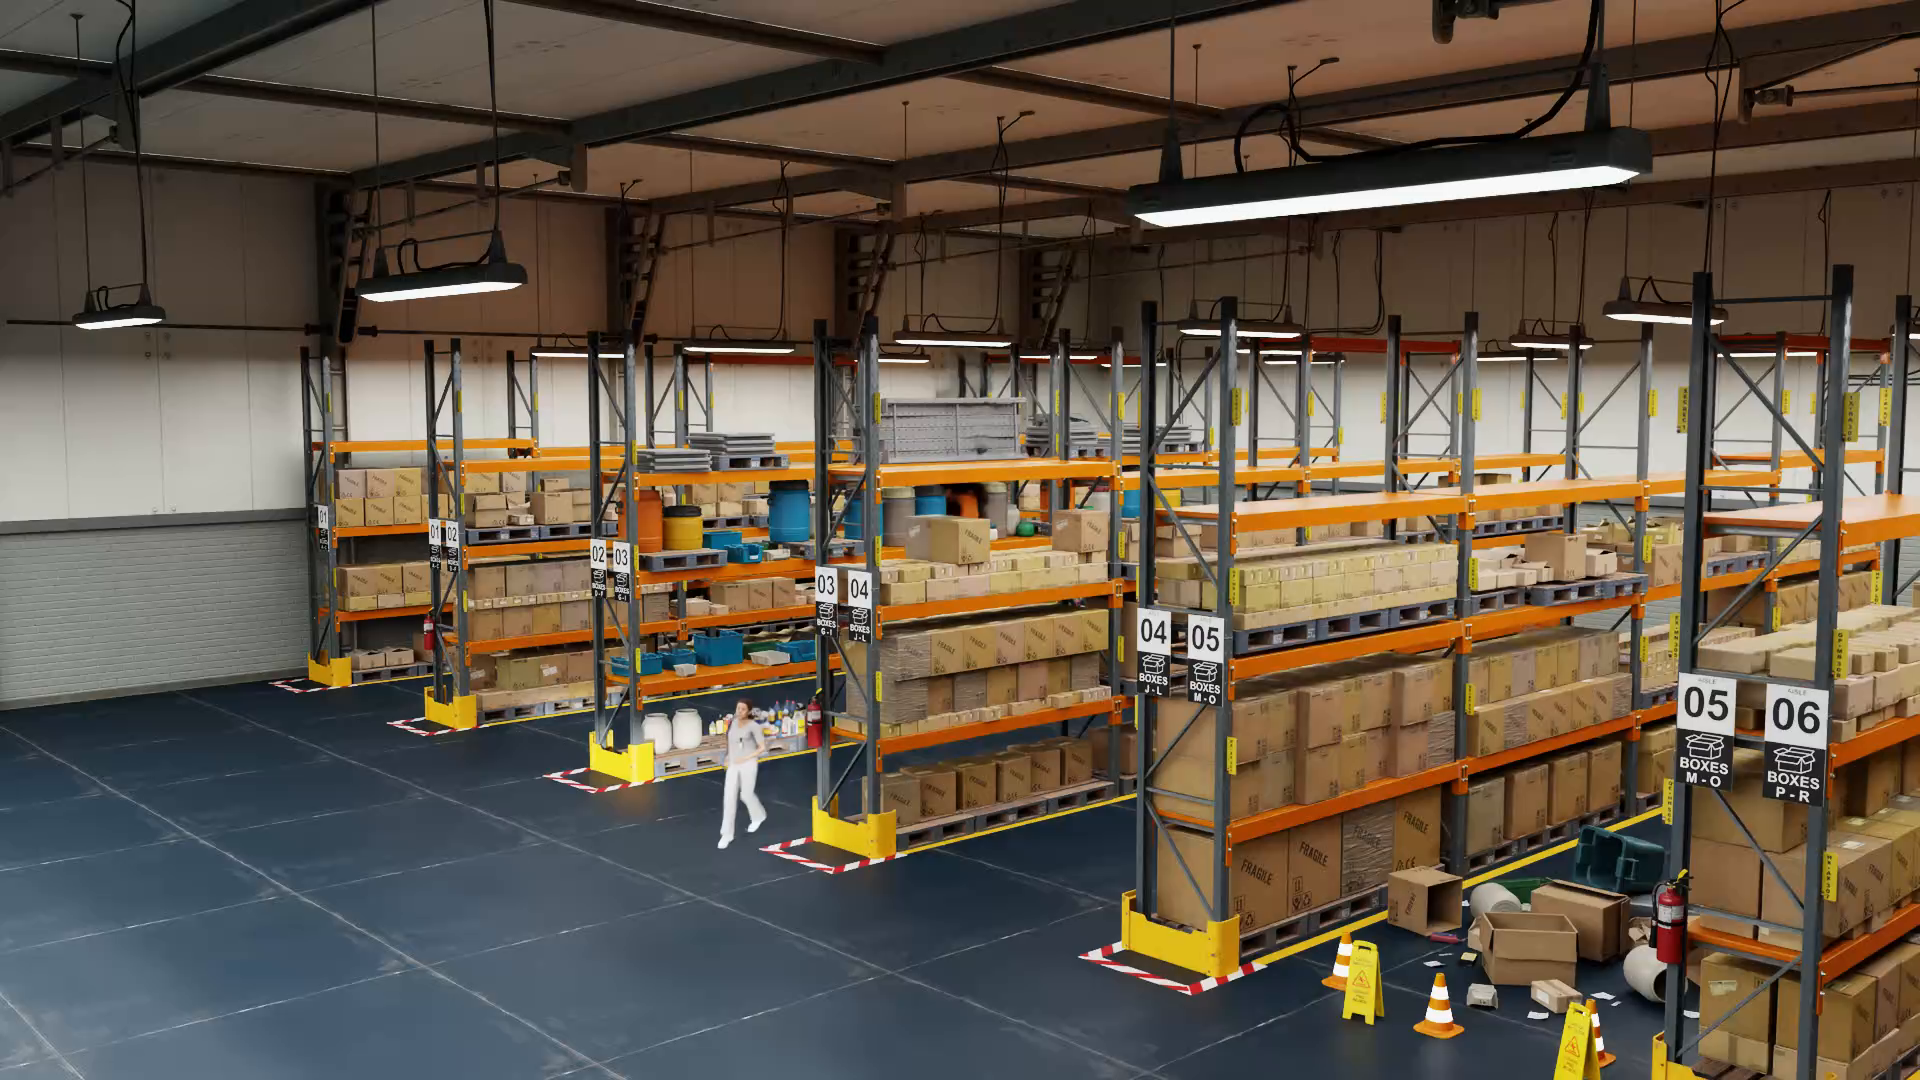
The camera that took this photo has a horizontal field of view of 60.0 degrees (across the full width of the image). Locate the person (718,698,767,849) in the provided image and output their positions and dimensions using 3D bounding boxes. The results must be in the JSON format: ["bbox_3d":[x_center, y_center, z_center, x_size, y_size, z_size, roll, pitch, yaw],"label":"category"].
[{"bbox_3d":[-2.475,2.636,19.158,0.562,1.671,0.929,2,5,23],"label":"person"}]

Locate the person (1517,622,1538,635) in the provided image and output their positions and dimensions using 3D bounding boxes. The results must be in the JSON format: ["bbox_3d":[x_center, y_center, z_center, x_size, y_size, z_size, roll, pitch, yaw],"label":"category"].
[{"bbox_3d":[8.826,2.018,25.868,0.616,1.731,0.657,-5,7,-44],"label":"person"}]

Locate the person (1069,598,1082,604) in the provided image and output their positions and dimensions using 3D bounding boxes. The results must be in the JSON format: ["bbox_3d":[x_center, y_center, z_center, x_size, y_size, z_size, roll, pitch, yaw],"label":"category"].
[{"bbox_3d":[2.197,1.461,32.492,0.586,1.672,0.886,4,6,35],"label":"person"}]
